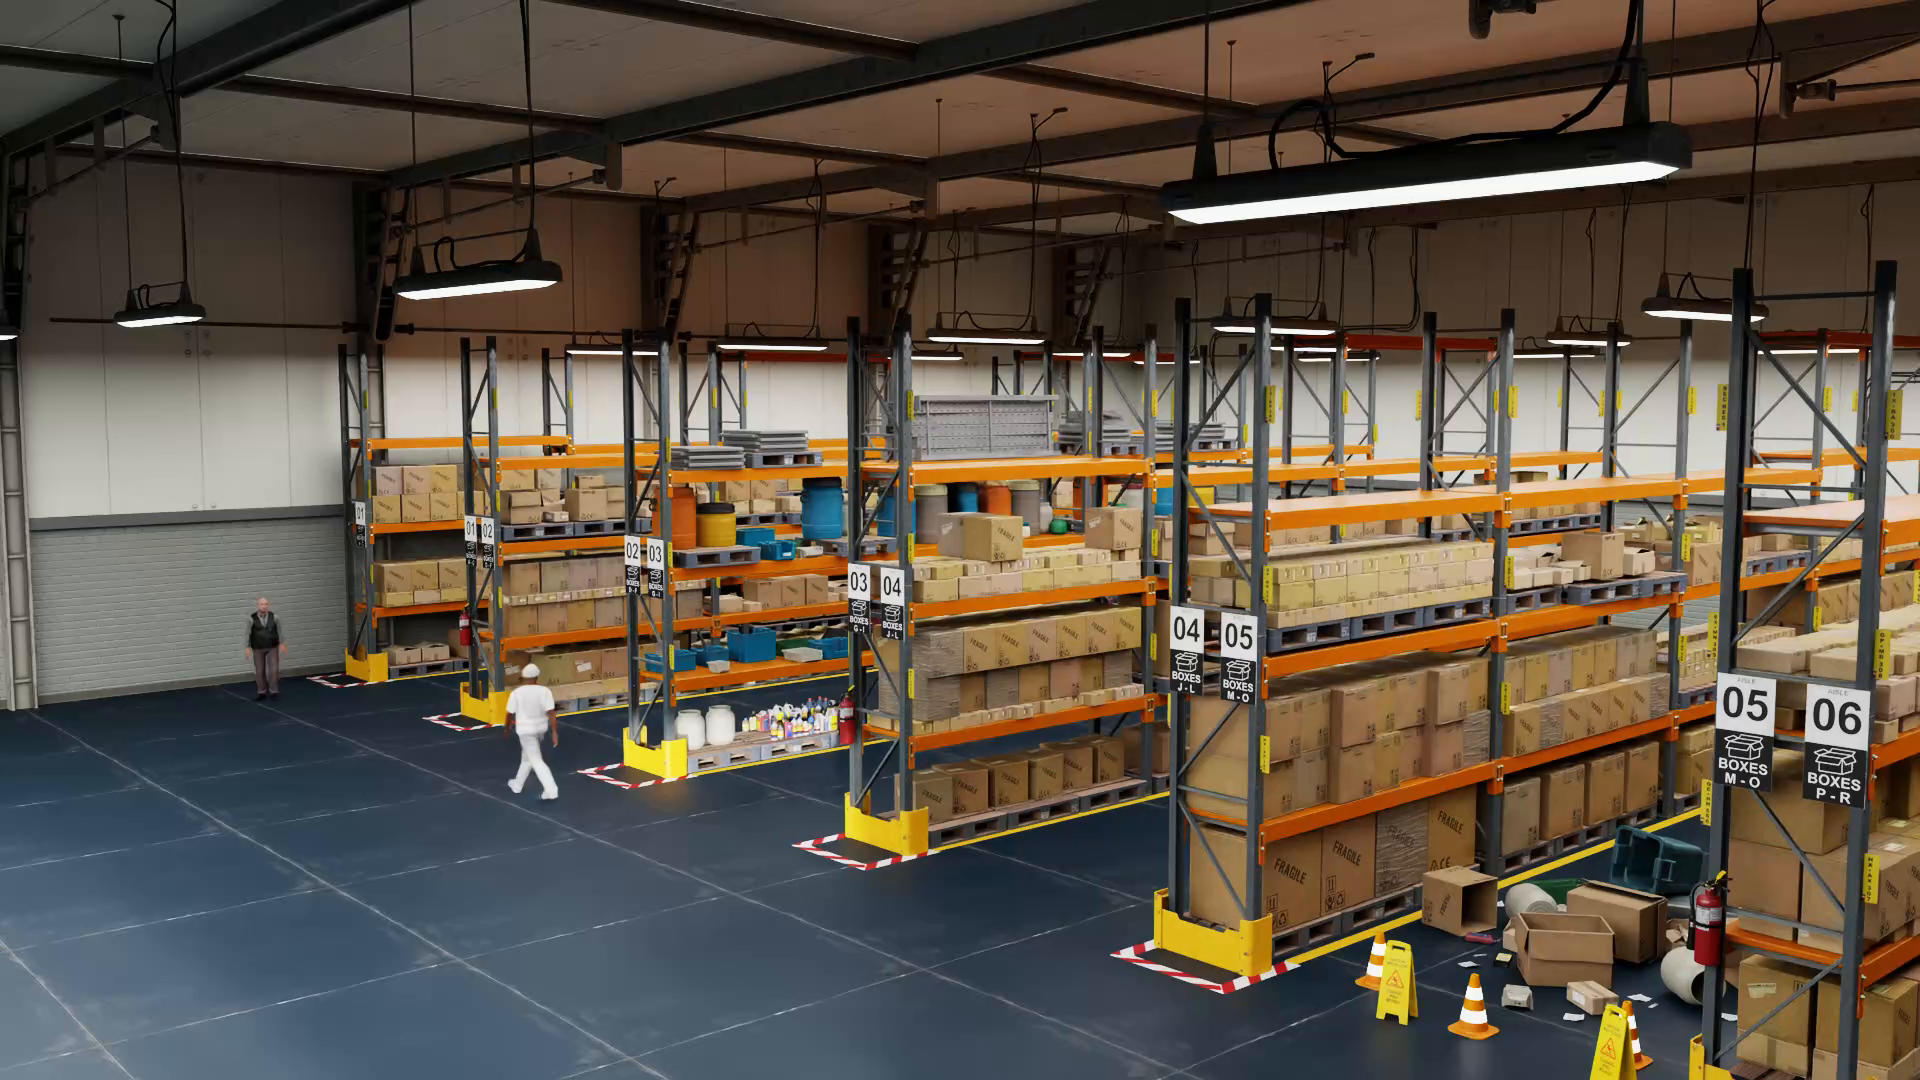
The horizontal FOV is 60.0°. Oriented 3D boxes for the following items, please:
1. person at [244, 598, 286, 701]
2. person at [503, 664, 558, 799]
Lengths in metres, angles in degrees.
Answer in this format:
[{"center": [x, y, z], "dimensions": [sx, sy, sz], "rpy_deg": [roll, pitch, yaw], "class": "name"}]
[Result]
[{"center": [-11.599, 1.825, 27.754], "dimensions": [0.637, 1.726, 0.371], "rpy_deg": [-2, 6, -25], "class": "person"}, {"center": [-5.468, 2.417, 21.074], "dimensions": [1.067, 1.718, 0.503], "rpy_deg": [3, 6, 27], "class": "person"}]
